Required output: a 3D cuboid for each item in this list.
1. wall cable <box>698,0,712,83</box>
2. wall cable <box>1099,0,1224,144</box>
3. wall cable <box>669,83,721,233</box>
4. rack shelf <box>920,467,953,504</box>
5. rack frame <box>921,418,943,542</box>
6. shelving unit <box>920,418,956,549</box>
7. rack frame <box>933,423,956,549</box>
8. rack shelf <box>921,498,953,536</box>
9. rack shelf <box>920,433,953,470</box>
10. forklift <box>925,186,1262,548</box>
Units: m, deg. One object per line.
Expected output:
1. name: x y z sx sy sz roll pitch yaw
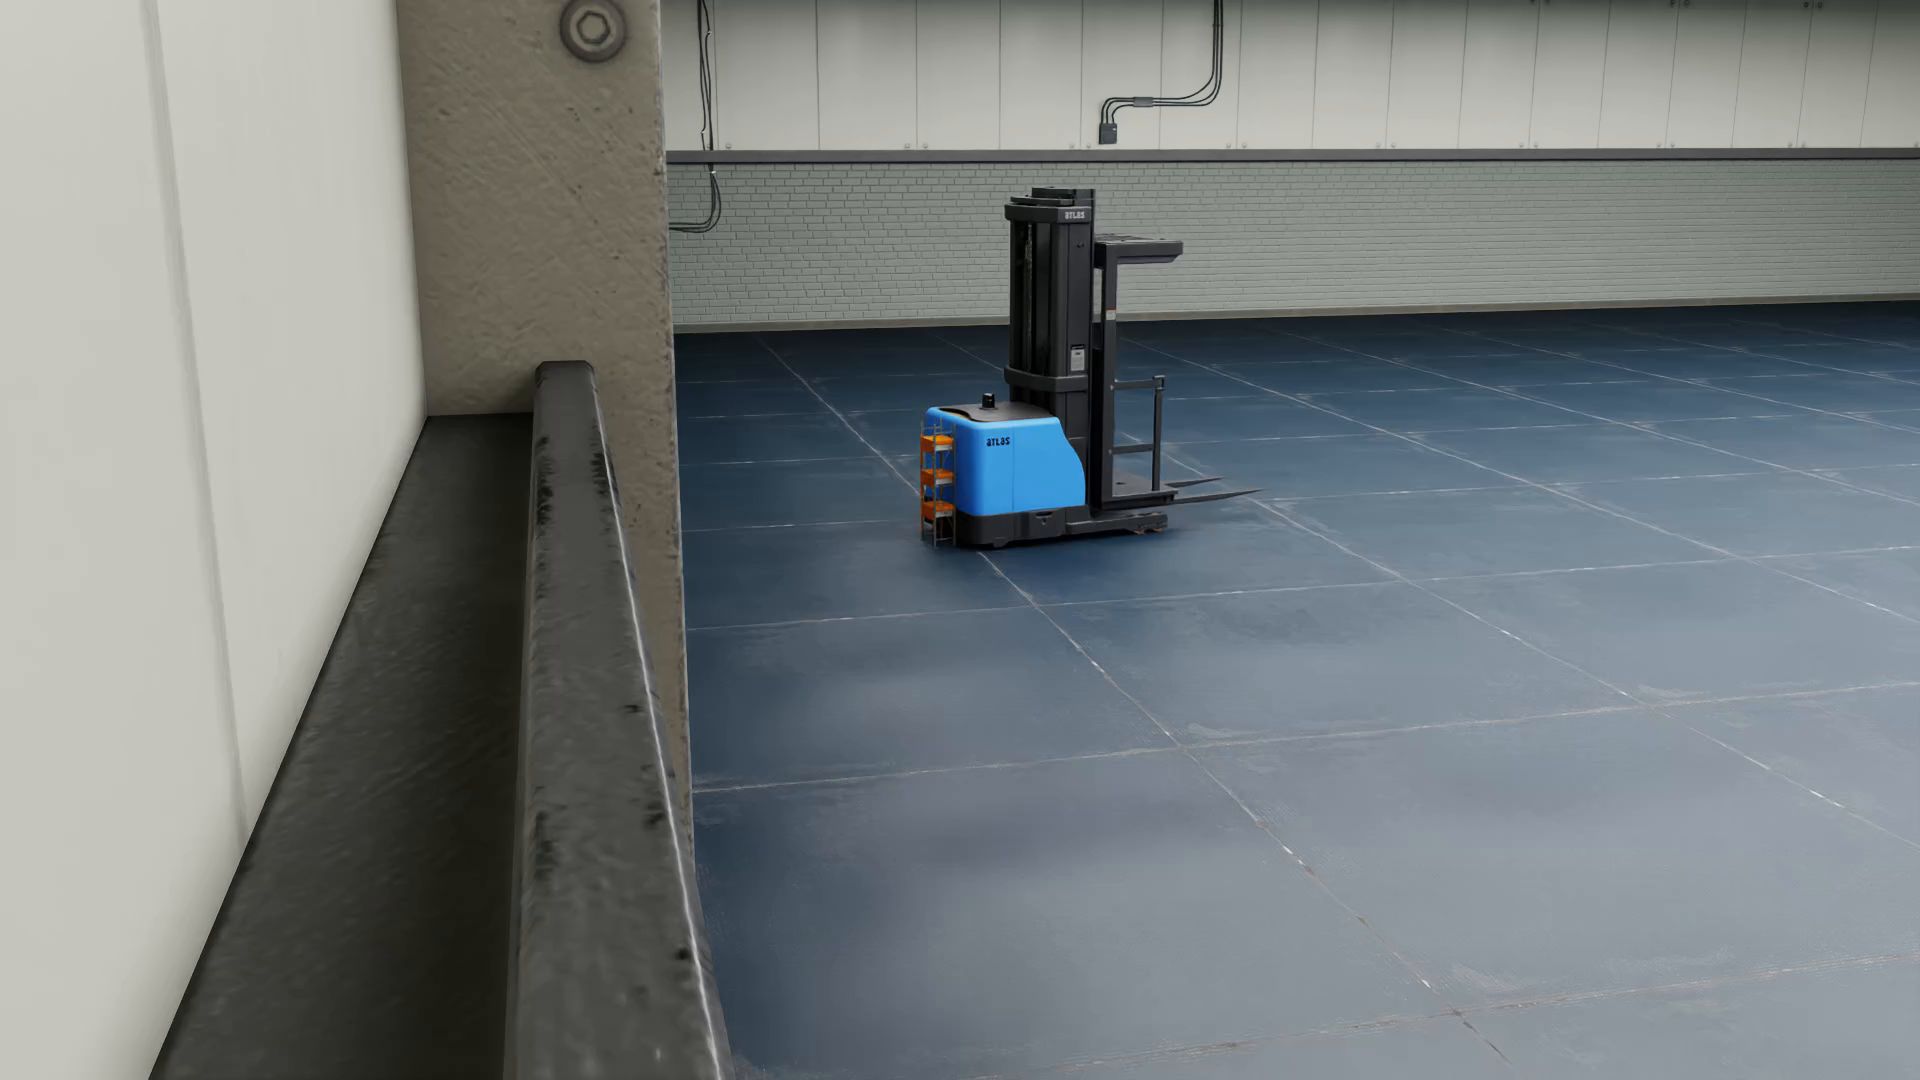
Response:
1. wall cable: -2.967 -9.012 28.030 3.097 2.526 0.112 -3 14 -13
2. wall cable: 3.635 -10.093 29.391 2.305 6.003 0.169 -3 14 -13
3. wall cable: -5.597 -6.407 28.013 3.097 2.526 0.112 -3 14 -13
4. rack shelf: -0.183 -0.464 13.938 0.215 0.259 0.240 -7 15 -26
5. rack frame: -0.238 -0.501 14.041 0.200 1.050 0.008 -7 15 -26
6. shelving unit: -0.183 -0.475 13.935 0.215 1.050 0.252 -7 15 -26
7. rack frame: -0.128 -0.449 13.830 0.200 1.050 0.008 -7 15 -26
8. rack shelf: -0.183 -0.194 14.004 0.215 0.259 0.240 -7 15 -26
9. rack shelf: -0.183 -0.740 13.871 0.215 0.259 0.240 -7 15 -26
10. forklift: 1.245 -1.579 14.491 3.031 2.935 1.130 -7 15 -25
